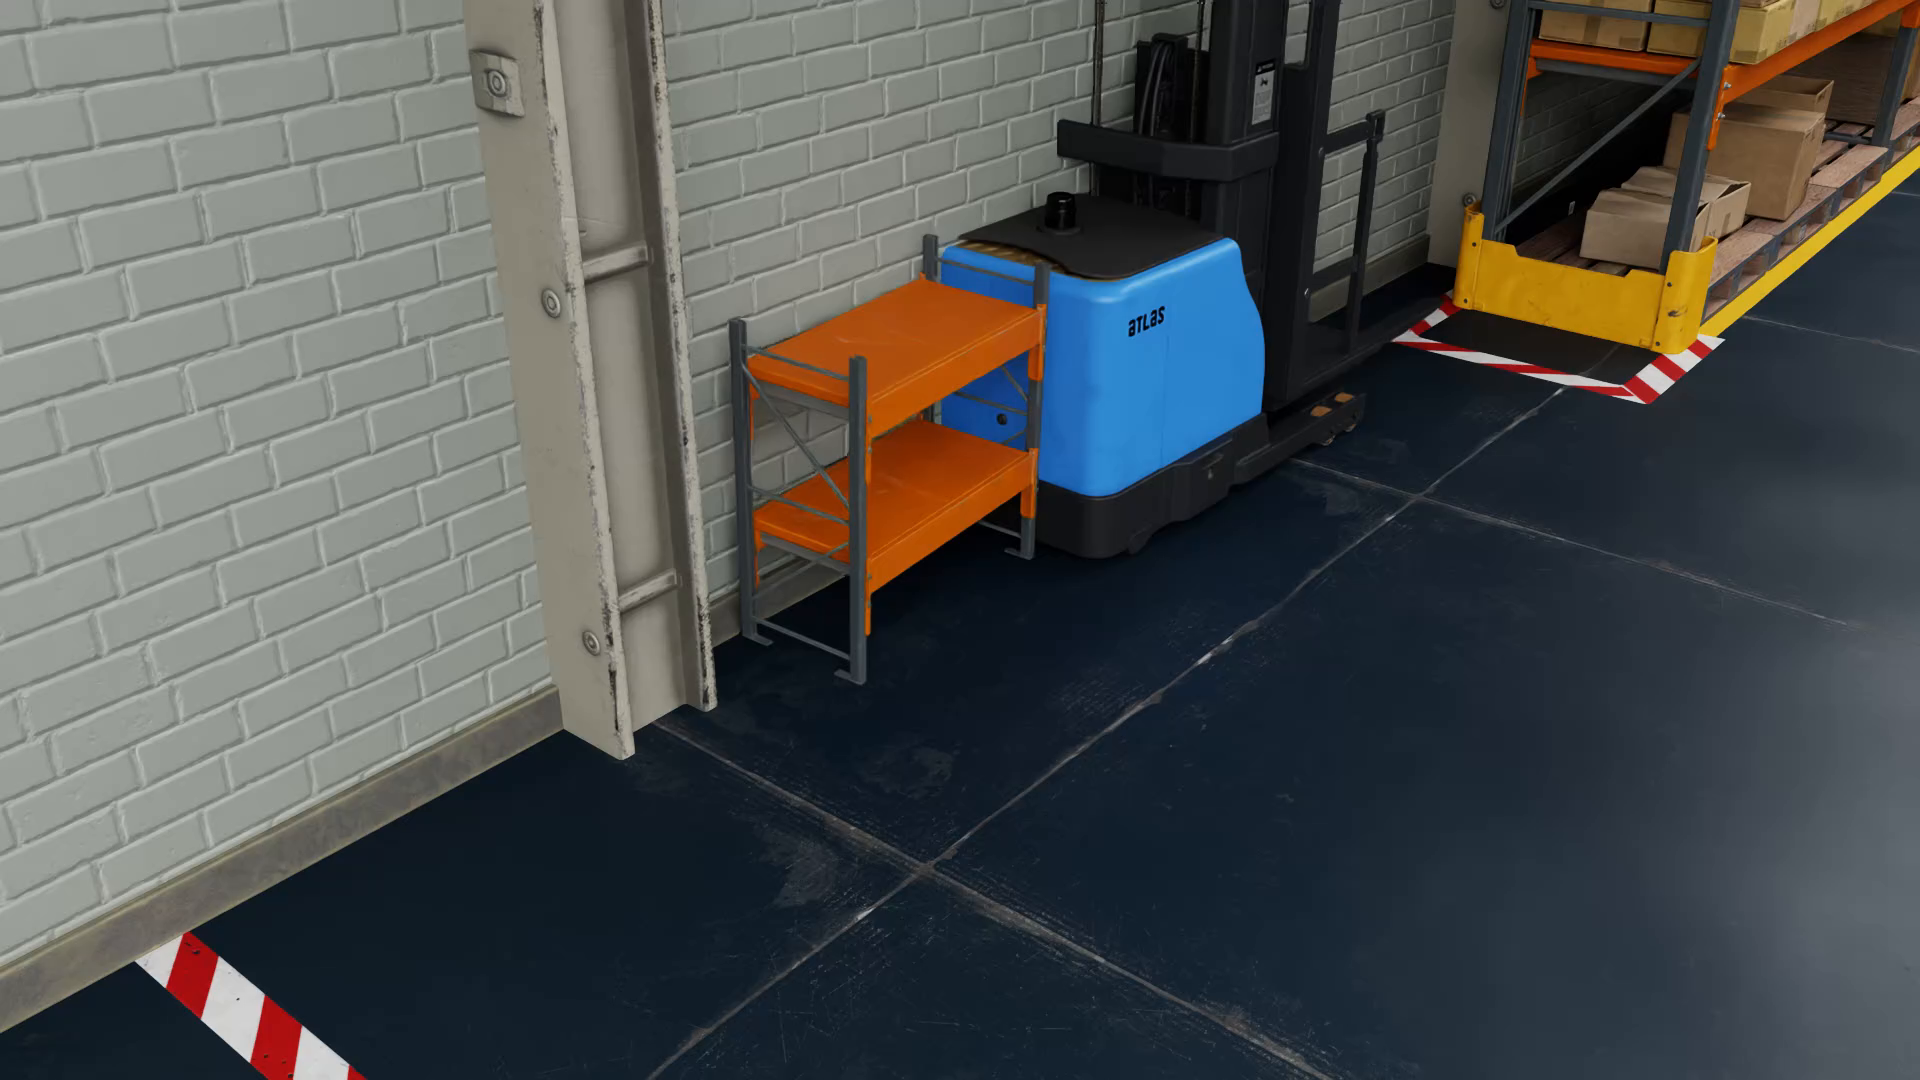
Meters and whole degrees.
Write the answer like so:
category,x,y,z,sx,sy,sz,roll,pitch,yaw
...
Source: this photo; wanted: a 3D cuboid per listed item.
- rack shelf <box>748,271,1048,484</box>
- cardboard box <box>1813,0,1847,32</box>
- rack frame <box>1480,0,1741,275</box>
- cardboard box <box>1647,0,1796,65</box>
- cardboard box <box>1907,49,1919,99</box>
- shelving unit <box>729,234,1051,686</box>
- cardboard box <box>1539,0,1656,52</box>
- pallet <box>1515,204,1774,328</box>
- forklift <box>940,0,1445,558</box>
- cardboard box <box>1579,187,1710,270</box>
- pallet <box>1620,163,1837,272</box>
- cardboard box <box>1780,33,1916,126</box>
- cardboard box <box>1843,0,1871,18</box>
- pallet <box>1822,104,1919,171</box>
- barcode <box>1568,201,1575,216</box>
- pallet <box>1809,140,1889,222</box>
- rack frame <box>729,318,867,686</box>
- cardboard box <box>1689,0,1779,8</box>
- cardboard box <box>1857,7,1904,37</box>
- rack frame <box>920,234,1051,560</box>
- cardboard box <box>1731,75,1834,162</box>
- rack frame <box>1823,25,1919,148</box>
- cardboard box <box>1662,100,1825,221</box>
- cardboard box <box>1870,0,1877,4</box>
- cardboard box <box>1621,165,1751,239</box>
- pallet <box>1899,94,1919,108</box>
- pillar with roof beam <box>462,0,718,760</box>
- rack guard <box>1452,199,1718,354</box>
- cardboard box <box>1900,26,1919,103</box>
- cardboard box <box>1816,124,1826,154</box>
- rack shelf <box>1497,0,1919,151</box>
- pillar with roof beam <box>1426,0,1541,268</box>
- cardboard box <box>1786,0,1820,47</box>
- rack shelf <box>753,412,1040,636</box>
category,x,y,z,sx,sy,sz,roll,pitch,yaw
rack shelf,-0.206,-0.556,5.419,0.538,0.278,1.000,20,34,29
cardboard box,4.237,-2.803,8.546,0.500,0.250,0.500,20,34,34
rack frame,3.034,-2.414,7.651,1.000,3.000,0.127,21,34,34
cardboard box,3.589,-2.436,7.836,0.500,0.250,0.500,20,33,33
cardboard box,6.679,-3.550,12.089,0.700,0.500,0.500,21,34,35
shelving unit,-0.214,-0.300,5.561,0.538,1.125,1.048,20,34,29
cardboard box,3.182,-2.578,8.111,0.500,0.250,0.500,21,34,35
pallet,3.626,-1.480,8.881,1.003,0.211,1.213,21,34,34
forklift,1.092,-1.835,6.607,1.130,2.935,3.031,22,34,35
cardboard box,3.544,-1.634,8.591,0.500,0.311,0.500,17,32,29
pallet,4.403,-1.911,9.713,1.003,0.211,1.213,21,34,34
cardboard box,6.034,-3.183,11.380,0.700,0.500,0.500,22,35,36
cardboard box,4.561,-2.982,8.891,0.500,0.250,0.500,21,34,35
pallet,6.072,-2.870,11.568,1.003,0.211,1.213,21,34,34
barcode,3.246,-1.761,8.828,0.001,0.075,0.075,21,34,34
pallet,5.178,-2.345,10.553,1.003,0.211,1.213,21,34,34
rack frame,-0.500,-0.103,5.189,0.500,1.125,0.032,20,34,29
cardboard box,3.570,-2.771,7.666,0.500,0.500,0.500,21,34,34
cardboard box,6.311,-3.673,11.511,0.500,0.250,0.500,20,33,33
rack frame,0.072,-0.496,5.932,0.500,1.125,0.032,20,34,29
cardboard box,4.949,-2.537,10.132,0.500,0.500,0.500,18,32,31
rack frame,5.578,-3.832,10.393,1.000,3.000,0.127,21,34,34
cardboard box,4.411,-2.166,9.413,0.700,0.500,0.500,18,33,31
cardboard box,4.880,-3.161,9.237,0.500,0.250,0.500,21,34,34
cardboard box,3.906,-1.836,8.982,0.500,0.311,0.500,24,36,38
pallet,6.848,-3.304,12.408,1.003,0.211,1.213,21,34,34
pillar with roof beam,2.317,-2.194,0.697,9.100,9.000,0.400,21,34,34
rack guard,3.082,-1.330,8.278,1.175,0.500,0.348,21,34,34
cardboard box,6.324,-3.381,11.762,0.700,0.500,0.500,20,33,33
cardboard box,5.261,-2.571,10.559,0.380,0.166,0.250,16,31,28
rack shelf,4.306,-2.803,9.187,1.077,0.370,4.000,21,34,34
pillar with roof beam,6.134,-4.321,4.809,9.100,9.000,0.400,21,34,34
cardboard box,3.909,-2.625,8.200,0.500,0.250,0.500,20,33,33
rack shelf,-0.221,-0.086,5.679,0.538,0.278,1.000,20,34,29
